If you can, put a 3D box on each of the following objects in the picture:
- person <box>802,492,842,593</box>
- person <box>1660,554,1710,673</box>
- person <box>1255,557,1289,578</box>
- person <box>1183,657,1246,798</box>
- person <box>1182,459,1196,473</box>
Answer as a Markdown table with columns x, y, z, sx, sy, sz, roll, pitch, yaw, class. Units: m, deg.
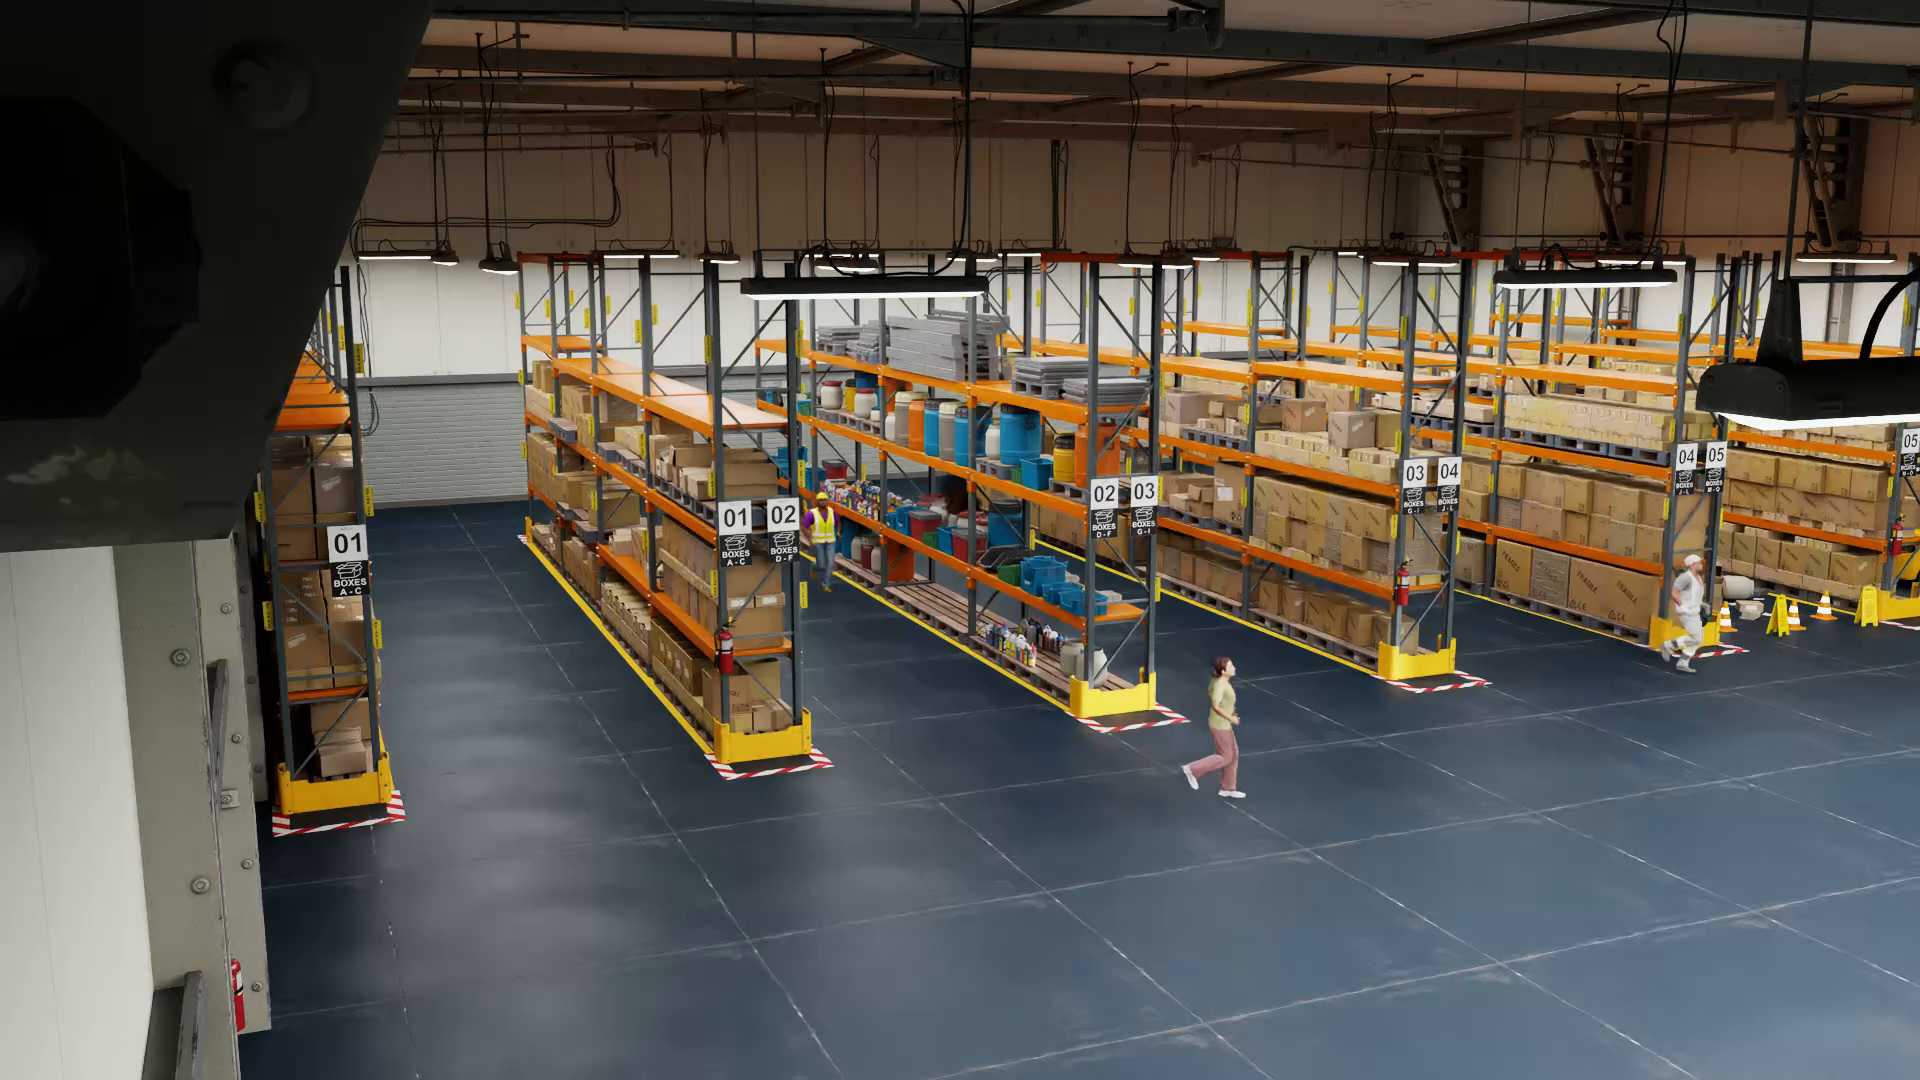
| x | y | z | sx | sy | sz | roll | pitch | yaw | class |
| --- | --- | --- | --- | --- | --- | --- | --- | --- | --- |
| -2.329 | 0.039 | 28.467 | 0.712 | 1.727 | 0.742 | -4 | 11 | -21 | person |
| 10.735 | 1.062 | 24.537 | 0.580 | 1.723 | 0.686 | 9 | 13 | 39 | person |
| 5.892 | -0.050 | 30.878 | 0.552 | 1.607 | 0.884 | -6 | 12 | -30 | person |
| 2.909 | 2.126 | 18.935 | 0.726 | 1.652 | 0.584 | 1 | 10 | 5 | person |
| 5.721 | -2.147 | 42.046 | 0.726 | 1.742 | 0.566 | -5 | 12 | -25 | person |
